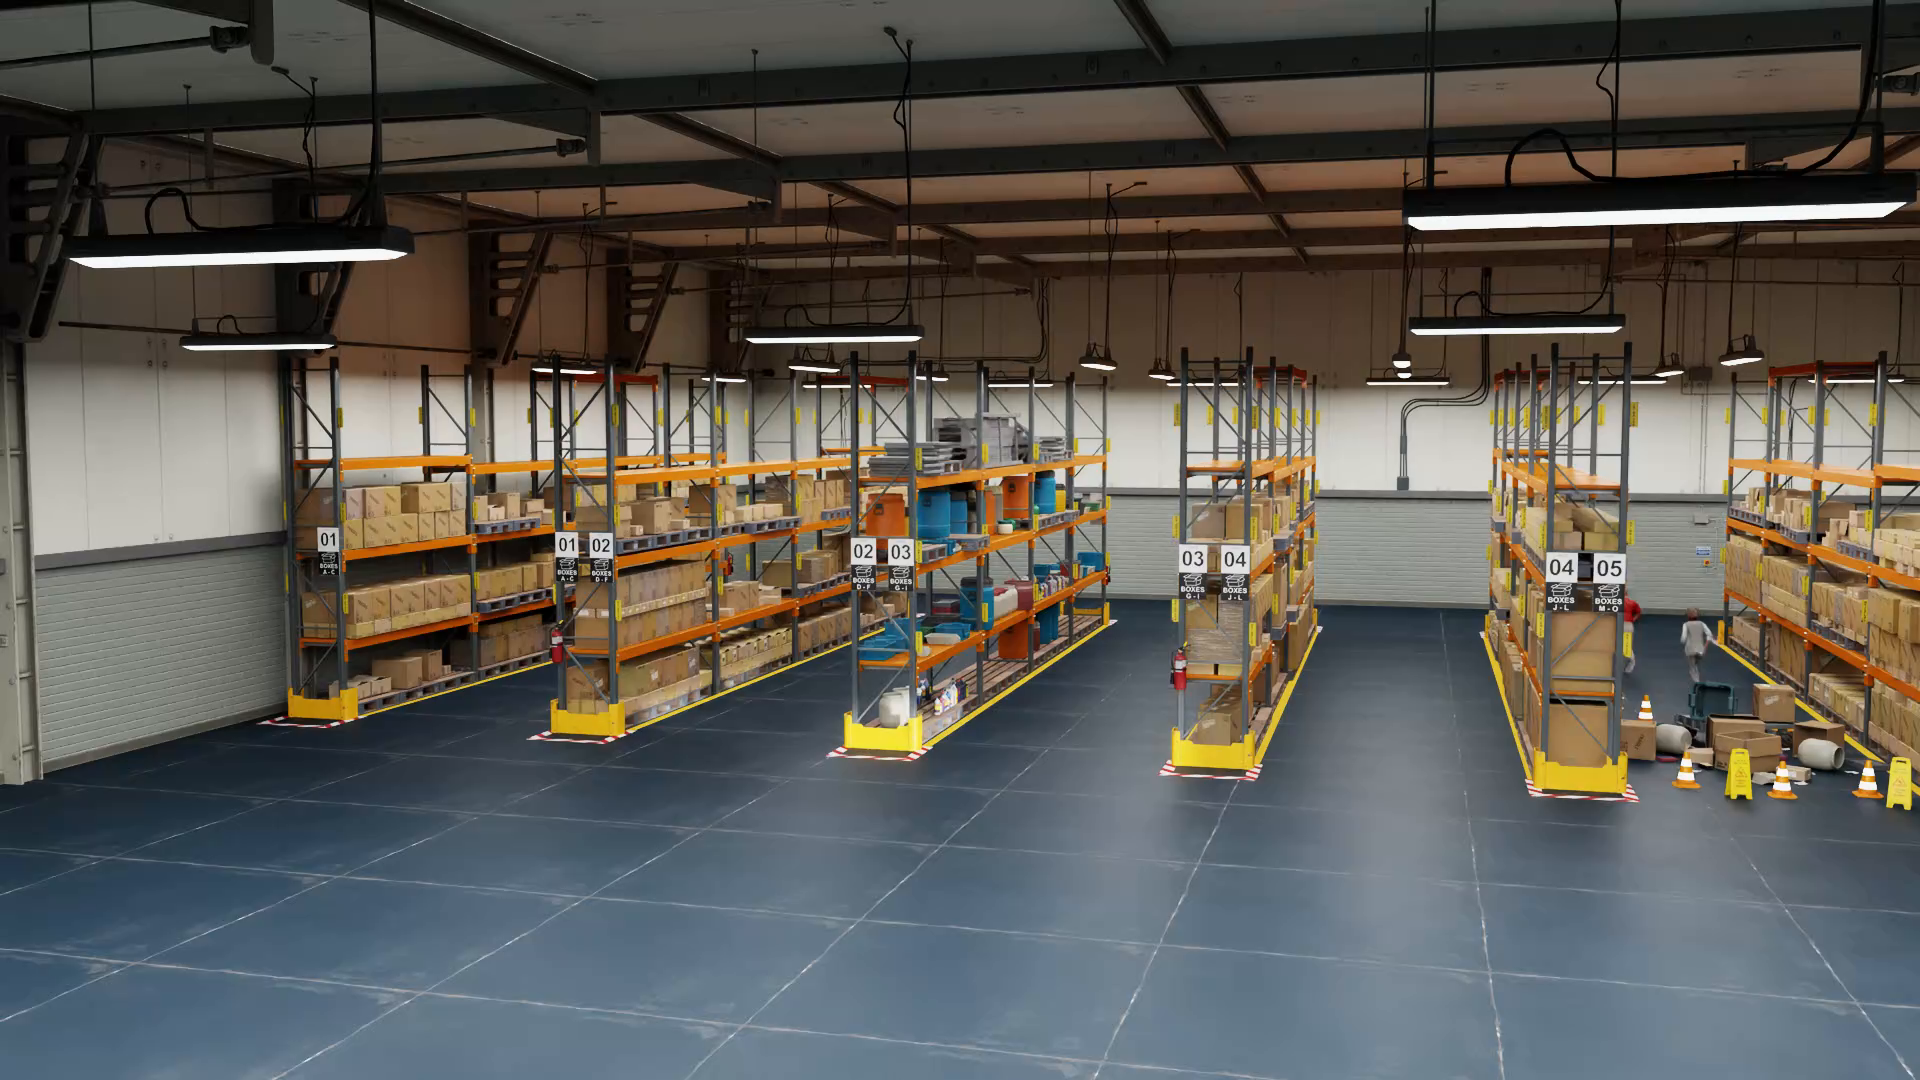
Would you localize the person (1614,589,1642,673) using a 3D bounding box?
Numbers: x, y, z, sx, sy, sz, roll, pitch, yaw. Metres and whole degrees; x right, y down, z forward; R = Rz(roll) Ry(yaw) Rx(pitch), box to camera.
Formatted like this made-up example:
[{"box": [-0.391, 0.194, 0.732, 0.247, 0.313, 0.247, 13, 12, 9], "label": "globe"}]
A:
[{"box": [13.040, 1.786, 32.620, 0.663, 1.673, 0.696, 0, 4, 6], "label": "person"}]

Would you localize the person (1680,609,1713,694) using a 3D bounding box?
[{"box": [13.182, 2.031, 29.824, 0.483, 1.588, 0.760, 0, 4, -1], "label": "person"}]
